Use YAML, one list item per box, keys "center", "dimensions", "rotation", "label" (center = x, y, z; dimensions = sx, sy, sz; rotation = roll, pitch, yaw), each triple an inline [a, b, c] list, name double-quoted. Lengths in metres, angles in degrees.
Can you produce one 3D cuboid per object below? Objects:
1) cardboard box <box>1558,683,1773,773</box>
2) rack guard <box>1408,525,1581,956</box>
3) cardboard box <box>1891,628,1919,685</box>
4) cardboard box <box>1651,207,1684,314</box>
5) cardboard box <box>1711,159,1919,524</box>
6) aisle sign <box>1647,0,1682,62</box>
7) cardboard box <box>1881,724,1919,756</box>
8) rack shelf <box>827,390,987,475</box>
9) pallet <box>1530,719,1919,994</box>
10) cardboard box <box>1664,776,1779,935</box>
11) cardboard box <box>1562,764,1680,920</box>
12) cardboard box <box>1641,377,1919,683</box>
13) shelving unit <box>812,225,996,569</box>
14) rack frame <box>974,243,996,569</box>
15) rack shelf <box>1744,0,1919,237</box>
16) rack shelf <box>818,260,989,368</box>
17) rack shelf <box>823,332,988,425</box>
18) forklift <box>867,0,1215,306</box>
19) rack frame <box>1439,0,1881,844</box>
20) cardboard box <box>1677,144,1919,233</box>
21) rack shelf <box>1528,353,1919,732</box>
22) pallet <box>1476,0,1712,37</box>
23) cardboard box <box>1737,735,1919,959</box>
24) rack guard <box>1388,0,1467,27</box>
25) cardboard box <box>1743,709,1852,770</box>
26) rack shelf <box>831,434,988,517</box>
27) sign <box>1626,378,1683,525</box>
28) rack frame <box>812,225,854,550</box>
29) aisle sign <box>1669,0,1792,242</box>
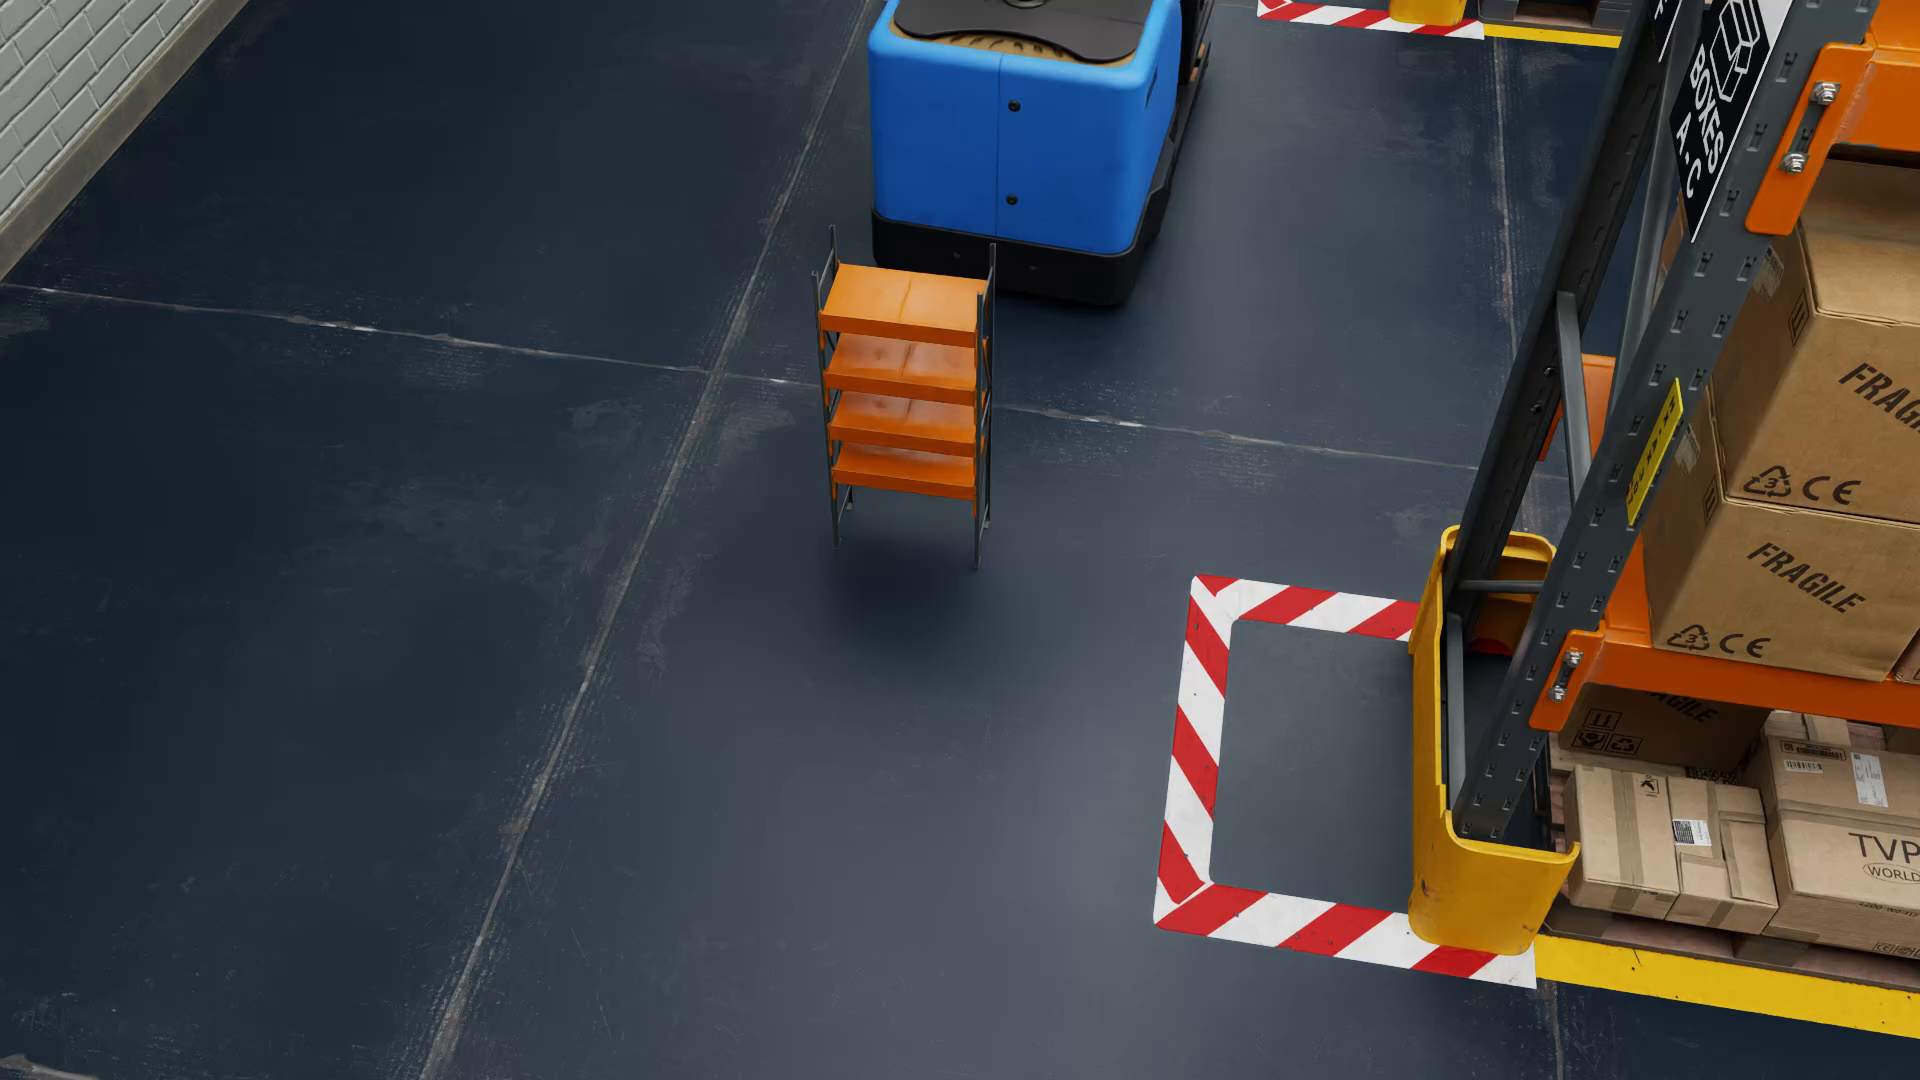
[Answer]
- center: [2.053, 0.299, 4.849]
  dimensions: [0.500, 0.500, 0.500]
  rotation: [8, 49, 7]
  label: "cardboard box"
- center: [1.549, 0.564, 4.907]
  dimensions: [0.348, 0.500, 1.175]
  rotation: [8, 49, 7]
  label: "rack guard"
- center: [2.373, 0.002, 3.665]
  dimensions: [0.500, 0.500, 0.500]
  rotation: [7, 48, 6]
  label: "cardboard box"
- center: [1.963, -0.454, 4.075]
  dimensions: [0.500, 0.500, 0.500]
  rotation: [9, 49, 8]
  label: "cardboard box"
- center: [1.864, -0.397, 3.351]
  dimensions: [0.500, 0.500, 0.500]
  rotation: [9, 49, 8]
  label: "cardboard box"
- center: [1.462, -1.383, 3.229]
  dimensions: [0.004, 0.787, 0.394]
  rotation: [8, 49, 7]
  label: "aisle sign"
- center: [2.983, 0.530, 4.810]
  dimensions: [0.500, 0.250, 0.500]
  rotation: [8, 49, 7]
  label: "cardboard box"
- center: [-0.163, -0.378, 5.373]
  dimensions: [0.480, 0.148, 0.258]
  rotation: [8, 49, 7]
  label: "rack shelf"
- center: [2.334, 0.766, 4.920]
  dimensions: [1.213, 0.211, 1.003]
  rotation: [8, 49, 7]
  label: "pallet"
- center: [2.071, 0.859, 4.571]
  dimensions: [0.250, 0.166, 0.380]
  rotation: [8, 49, 7]
  label: "cardboard box"
- center: [1.825, 0.832, 4.607]
  dimensions: [0.250, 0.149, 0.380]
  rotation: [8, 49, 7]
  label: "cardboard box"
- center: [1.864, -0.063, 3.723]
  dimensions: [0.500, 0.500, 0.500]
  rotation: [9, 49, 8]
  label: "cardboard box"
- center: [-0.163, -0.423, 5.323]
  dimensions: [0.503, 1.200, 0.258]
  rotation: [8, 49, 7]
  label: "shelving unit"
- center: [0.077, -0.391, 5.294]
  dimensions: [0.015, 1.200, 0.240]
  rotation: [8, 49, 7]
  label: "rack frame"
- center: [3.442, -0.779, 2.900]
  dimensions: [4.000, 0.370, 1.077]
  rotation: [8, 49, 7]
  label: "rack shelf"
- center: [-0.163, -0.686, 5.031]
  dimensions: [0.480, 0.148, 0.258]
  rotation: [8, 49, 7]
  label: "rack shelf"
- center: [-0.163, -0.527, 5.207]
  dimensions: [0.480, 0.148, 0.258]
  rotation: [8, 49, 7]
  label: "rack shelf"
- center: [0.522, -3.014, 6.487]
  dimensions: [1.130, 2.935, 3.031]
  rotation: [11, 49, 10]
  label: "forklift"
- center: [1.474, -0.281, 3.986]
  dimensions: [0.127, 3.000, 1.000]
  rotation: [8, 49, 7]
  label: "rack frame"
- center: [1.961, -0.791, 3.705]
  dimensions: [0.500, 0.500, 0.500]
  rotation: [7, 48, 6]
  label: "cardboard box"
- center: [3.442, 0.224, 4.016]
  dimensions: [4.000, 0.370, 1.077]
  rotation: [8, 49, 7]
  label: "rack shelf"
- center: [3.164, -2.837, 8.157]
  dimensions: [1.213, 0.211, 1.003]
  rotation: [8, 49, 7]
  label: "pallet"
- center: [2.451, 0.837, 4.534]
  dimensions: [0.500, 0.250, 0.500]
  rotation: [8, 49, 7]
  label: "cardboard box"
- center: [2.333, -3.064, 8.167]
  dimensions: [0.348, 0.500, 1.175]
  rotation: [8, 49, 7]
  label: "rack guard"
- center: [2.436, 0.530, 4.866]
  dimensions: [0.250, 0.166, 0.380]
  rotation: [8, 49, 7]
  label: "cardboard box"
- center: [-0.163, -0.245, 5.521]
  dimensions: [0.480, 0.148, 0.258]
  rotation: [8, 49, 7]
  label: "rack shelf"
- center: [1.378, -0.173, 3.307]
  dimensions: [0.005, 0.325, 0.100]
  rotation: [8, 49, 7]
  label: "sign"
- center: [-0.403, -0.455, 5.352]
  dimensions: [0.015, 1.200, 0.240]
  rotation: [8, 49, 7]
  label: "rack frame"
- center: [1.355, -0.944, 2.834]
  dimensions: [0.004, 0.787, 0.394]
  rotation: [8, 49, 7]
  label: "aisle sign"
